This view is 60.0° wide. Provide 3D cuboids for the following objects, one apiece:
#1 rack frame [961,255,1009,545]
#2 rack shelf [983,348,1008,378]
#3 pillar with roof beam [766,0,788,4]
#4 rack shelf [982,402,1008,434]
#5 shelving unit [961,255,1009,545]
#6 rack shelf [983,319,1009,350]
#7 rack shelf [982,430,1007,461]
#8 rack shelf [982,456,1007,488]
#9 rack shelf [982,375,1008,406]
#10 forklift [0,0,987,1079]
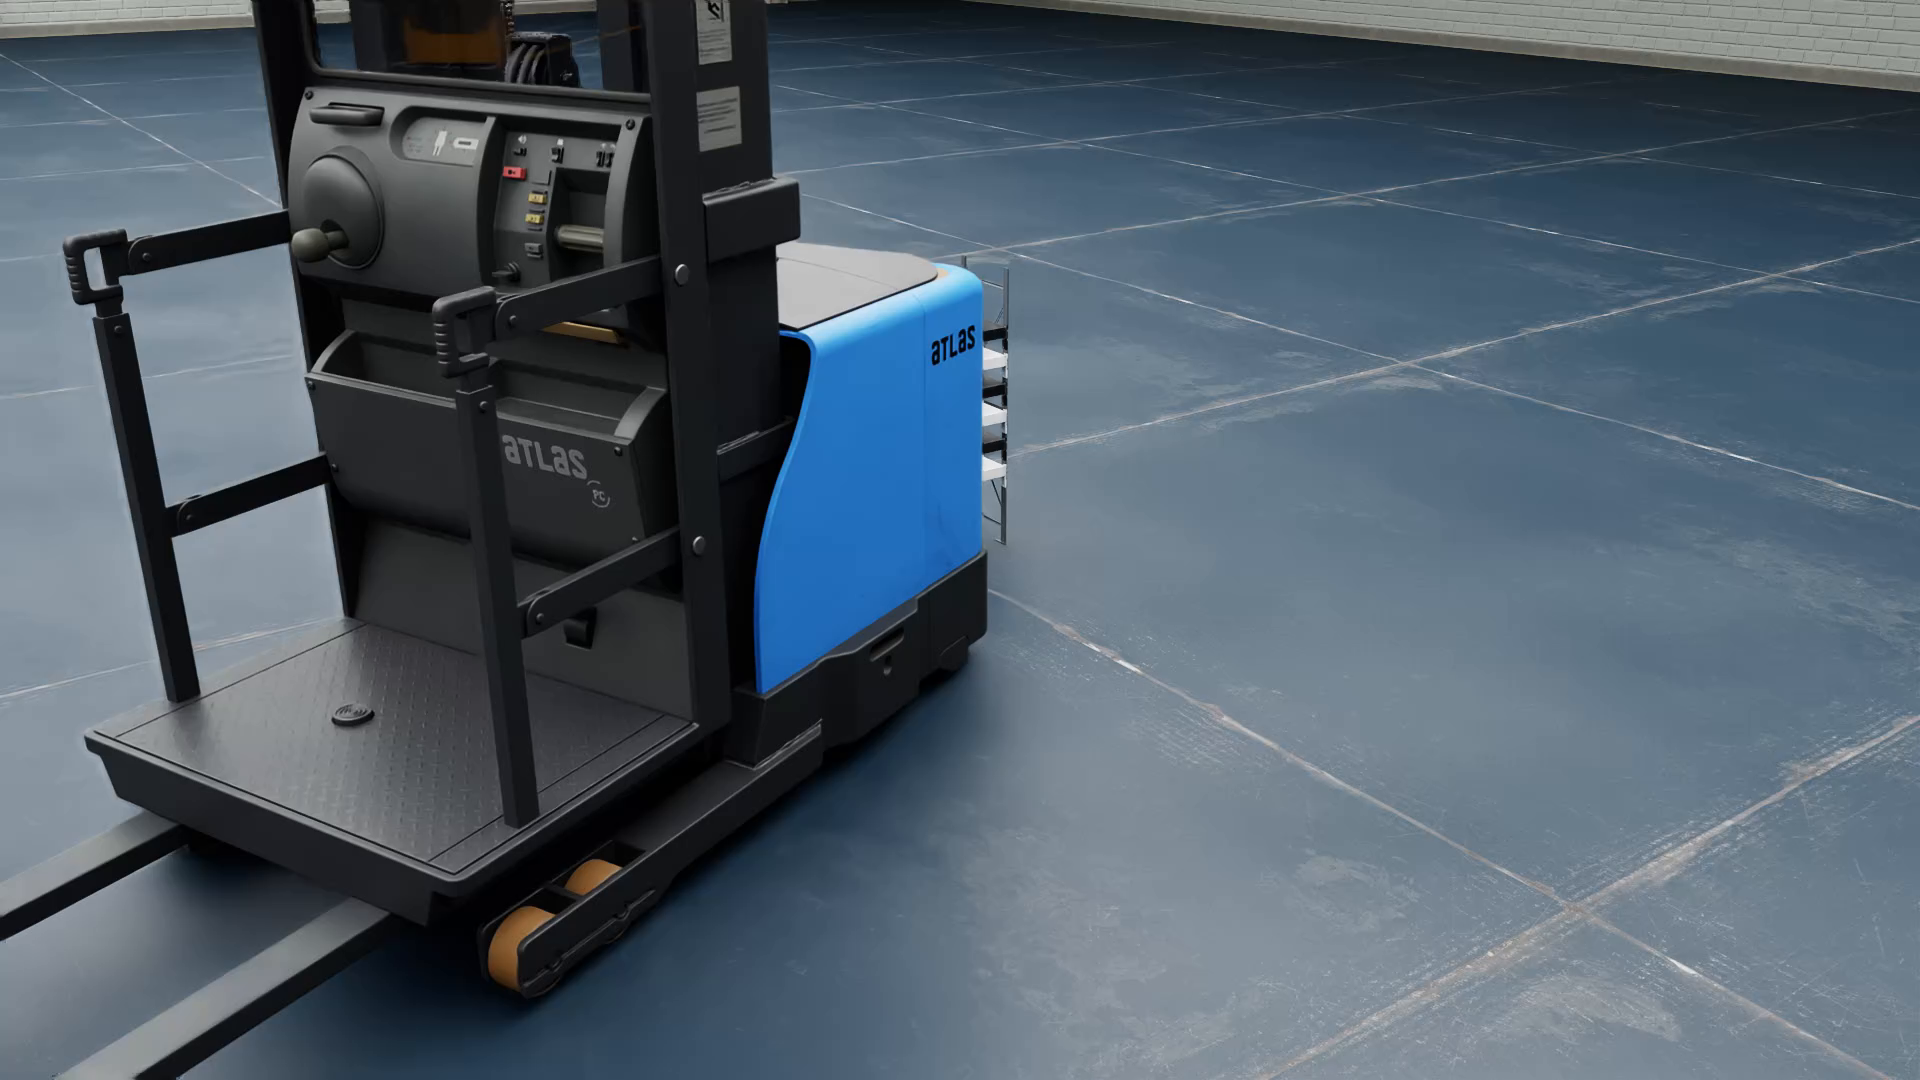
[{"bbox_3d":[0.076,-0.438,5.280,0.006,0.900,0.240,-15,26,-33],"label":"rack frame"},{"bbox_3d":[-0.007,-0.552,5.171,0.200,0.077,0.258,-15,26,-33],"label":"rack shelf"},{"bbox_3d":[-0.664,-12.029,23.400,0.400,9.000,9.100,-15,26,-33],"label":"pillar with roof beam"},{"bbox_3d":[-0.007,-0.385,5.238,0.200,0.077,0.258,-15,26,-33],"label":"rack shelf"},{"bbox_3d":[-0.007,-0.416,5.225,0.210,0.900,0.258,-15,26,-33],"label":"shelving unit"},{"bbox_3d":[-0.007,-0.636,5.137,0.200,0.077,0.258,-15,26,-33],"label":"rack shelf"},{"bbox_3d":[-0.007,-0.302,5.271,0.200,0.077,0.258,-15,26,-33],"label":"rack shelf"},{"bbox_3d":[-0.007,-0.218,5.304,0.200,0.077,0.258,-15,26,-33],"label":"rack shelf"},{"bbox_3d":[-0.007,-0.469,5.204,0.200,0.077,0.258,-15,26,-33],"label":"rack shelf"},{"bbox_3d":[-1.109,-0.680,3.146,1.130,2.935,3.031,12,25,28],"label":"forklift"}]
